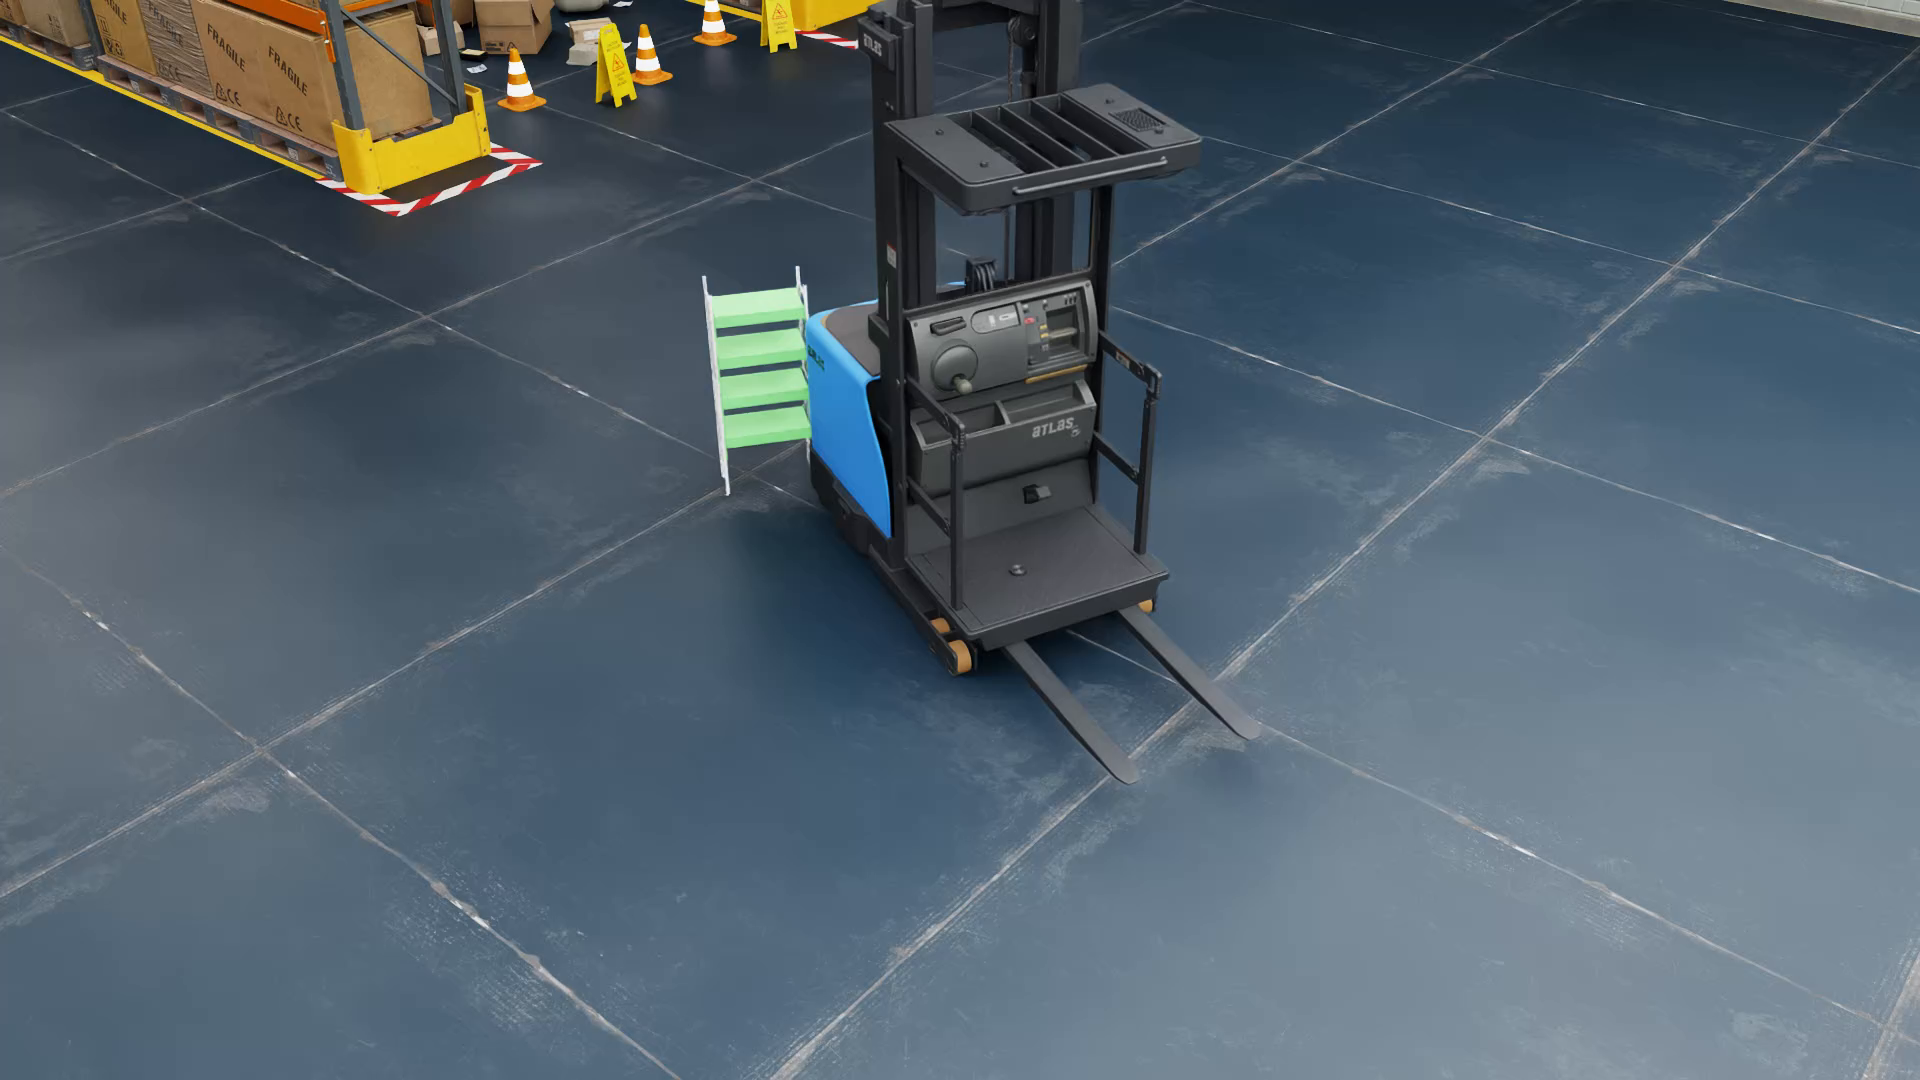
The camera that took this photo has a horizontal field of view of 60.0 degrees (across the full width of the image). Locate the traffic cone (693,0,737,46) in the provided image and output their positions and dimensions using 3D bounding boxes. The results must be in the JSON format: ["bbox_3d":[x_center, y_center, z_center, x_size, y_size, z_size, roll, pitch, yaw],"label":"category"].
[{"bbox_3d":[-2.296,-4.885,15.454,0.334,0.463,0.336,25,42,32],"label":"traffic cone"}]

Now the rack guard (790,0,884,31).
[{"bbox_3d":[-1.198,-5.333,16.074,0.348,0.500,1.175,25,42,32],"label":"rack guard"}]

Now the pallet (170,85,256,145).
[{"bbox_3d":[-5.827,-3.694,13.942,1.213,0.211,1.003,25,42,32],"label":"pallet"}]

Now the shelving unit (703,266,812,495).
[{"bbox_3d":[-1.061,-0.841,8.915,0.503,1.200,0.258,-8,35,-12],"label":"shelving unit"}]

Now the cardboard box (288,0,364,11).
[{"bbox_3d":[-4.544,-4.322,12.262,0.550,0.550,0.875,25,42,32],"label":"cardboard box"}]

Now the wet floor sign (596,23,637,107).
[{"bbox_3d":[-2.940,-4.026,14.043,0.232,0.644,0.267,18,38,24],"label":"wet floor sign"}]

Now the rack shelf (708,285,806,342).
[{"bbox_3d":[-1.061,-1.184,8.680,0.480,0.148,0.258,-8,35,-12],"label":"rack shelf"}]

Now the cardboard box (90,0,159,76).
[{"bbox_3d":[-6.865,-4.634,14.354,0.875,0.875,0.875,26,42,32],"label":"cardboard box"}]

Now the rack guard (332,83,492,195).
[{"bbox_3d":[-4.211,-3.107,12.832,0.348,0.500,1.175,25,42,32],"label":"rack guard"}]

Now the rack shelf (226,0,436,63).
[{"bbox_3d":[-5.766,-4.574,13.396,4.000,0.370,1.077,25,42,32],"label":"rack shelf"}]

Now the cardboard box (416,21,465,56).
[{"bbox_3d":[-4.804,-4.646,15.281,0.396,0.266,0.258,-26,42,-32],"label":"cardboard box"}]

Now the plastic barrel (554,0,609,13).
[{"bbox_3d":[-3.696,-5.364,16.186,0.512,0.421,0.421,-6,35,-8],"label":"plastic barrel"}]

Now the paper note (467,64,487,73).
[{"bbox_3d":[-4.316,-4.213,14.859,0.144,0.017,0.142,-18,38,-25],"label":"paper note"}]

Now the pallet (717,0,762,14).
[{"bbox_3d":[-1.800,-5.524,16.607,1.213,0.211,1.003,25,42,32],"label":"pallet"}]

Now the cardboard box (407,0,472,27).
[{"bbox_3d":[-4.834,-5.233,15.805,0.503,0.637,0.797,25,42,32],"label":"cardboard box"}]

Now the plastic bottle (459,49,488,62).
[{"bbox_3d":[-4.448,-4.409,15.116,0.283,0.061,0.133,12,36,16],"label":"plastic bottle"}]

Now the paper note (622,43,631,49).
[{"bbox_3d":[-3.140,-4.589,15.405,0.142,0.019,0.148,12,36,16],"label":"paper note"}]

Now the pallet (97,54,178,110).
[{"bbox_3d":[-6.769,-4.136,14.586,1.213,0.211,1.003,25,42,32],"label":"pallet"}]

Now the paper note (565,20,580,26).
[{"bbox_3d":[-3.697,-4.957,15.951,0.148,0.019,0.142,-18,38,-25],"label":"paper note"}]

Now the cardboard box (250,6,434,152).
[{"bbox_3d":[-4.793,-3.660,12.936,0.875,0.875,0.875,26,42,32],"label":"cardboard box"}]

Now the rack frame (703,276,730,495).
[{"bbox_3d":[-1.297,-0.807,8.865,0.015,1.200,0.240,-8,35,-12],"label":"rack frame"}]

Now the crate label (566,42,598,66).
[{"bbox_3d":[-3.389,-4.402,15.039,0.298,0.136,0.250,6,35,8],"label":"crate label"}]

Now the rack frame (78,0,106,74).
[{"bbox_3d":[-7.303,-5.595,14.247,0.127,3.000,1.000,25,42,32],"label":"rack frame"}]

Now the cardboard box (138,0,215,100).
[{"bbox_3d":[-6.170,-4.309,13.880,0.875,0.875,0.875,26,42,32],"label":"cardboard box"}]

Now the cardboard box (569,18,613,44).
[{"bbox_3d":[-3.439,-4.757,15.545,0.380,0.149,0.250,-12,36,-17],"label":"cardboard box"}]

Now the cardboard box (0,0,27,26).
[{"bbox_3d":[-8.577,-5.377,15.547,0.750,0.750,1.050,25,42,32],"label":"cardboard box"}]

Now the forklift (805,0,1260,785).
[{"bbox_3d":[0.306,-0.861,7.415,1.130,2.935,3.031,-16,38,-22],"label":"forklift"}]

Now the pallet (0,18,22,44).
[{"bbox_3d":[-8.887,-5.134,16.039,1.213,0.211,1.003,25,42,32],"label":"pallet"}]

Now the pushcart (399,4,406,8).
[{"bbox_3d":[-5.634,-5.694,16.708,0.936,0.377,1.648,12,36,16],"label":"pushcart"}]

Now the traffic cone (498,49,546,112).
[{"bbox_3d":[-3.729,-3.910,14.035,0.334,0.463,0.336,25,42,32],"label":"traffic cone"}]

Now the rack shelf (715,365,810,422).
[{"bbox_3d":[-1.061,-0.789,8.951,0.480,0.148,0.258,-8,35,-12],"label":"rack shelf"}]

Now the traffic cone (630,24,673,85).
[{"bbox_3d":[-2.745,-4.279,14.572,0.334,0.463,0.336,25,42,32],"label":"traffic cone"}]

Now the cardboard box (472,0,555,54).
[{"bbox_3d":[-4.110,-4.842,15.356,0.637,0.503,0.797,0,34,0],"label":"cardboard box"}]

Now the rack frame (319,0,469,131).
[{"bbox_3d":[-4.229,-4.146,12.137,0.127,3.000,1.000,25,42,32],"label":"rack frame"}]

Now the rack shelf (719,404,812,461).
[{"bbox_3d":[-1.061,-0.591,9.087,0.480,0.148,0.258,-8,35,-12],"label":"rack shelf"}]

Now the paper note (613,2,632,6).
[{"bbox_3d":[-3.334,-5.311,16.456,0.148,0.019,0.142,12,36,16],"label":"paper note"}]

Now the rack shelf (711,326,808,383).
[{"bbox_3d":[-1.061,-0.987,8.816,0.480,0.148,0.258,-8,35,-12],"label":"rack shelf"}]

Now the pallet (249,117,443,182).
[{"bbox_3d":[-4.894,-3.252,13.299,1.213,0.211,1.003,25,42,32],"label":"pallet"}]

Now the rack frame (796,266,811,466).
[{"bbox_3d":[-0.825,-0.876,8.966,0.015,1.200,0.240,-8,35,-12],"label":"rack frame"}]

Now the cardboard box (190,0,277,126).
[{"bbox_3d":[-5.470,-3.978,13.398,0.875,0.875,0.875,25,41,31],"label":"cardboard box"}]

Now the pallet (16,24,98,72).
[{"bbox_3d":[-7.945,-4.692,15.396,1.213,0.211,1.003,25,42,32],"label":"pallet"}]

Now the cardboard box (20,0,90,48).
[{"bbox_3d":[-7.838,-5.026,15.035,0.750,0.750,1.050,25,42,32],"label":"cardboard box"}]

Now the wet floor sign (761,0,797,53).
[{"bbox_3d":[-1.679,-4.831,15.215,0.267,0.644,0.232,-18,38,-25],"label":"wet floor sign"}]
